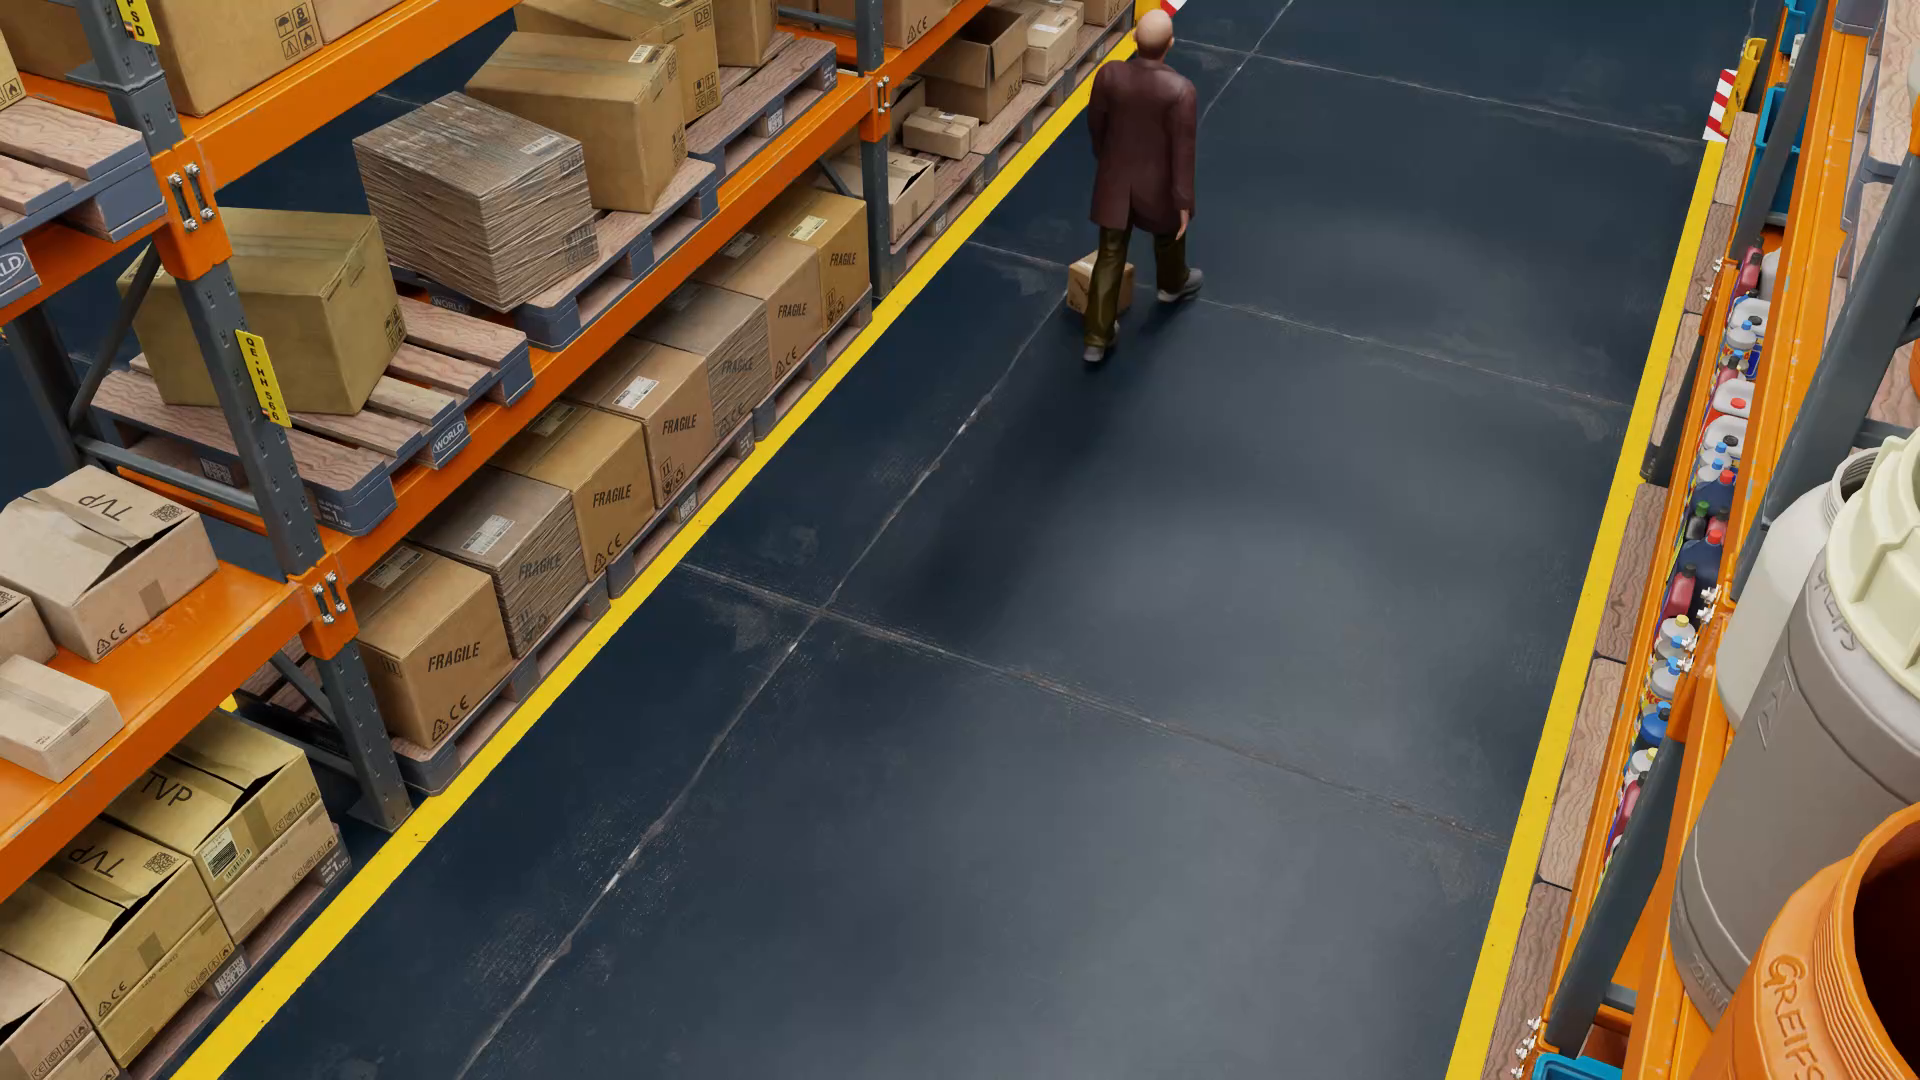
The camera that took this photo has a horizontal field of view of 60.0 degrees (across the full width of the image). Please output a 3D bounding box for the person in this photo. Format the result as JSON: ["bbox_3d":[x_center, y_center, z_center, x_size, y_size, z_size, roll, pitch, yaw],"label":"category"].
[{"bbox_3d":[0.926,-1.820,8.212,0.627,1.731,1.054,16,44,17],"label":"person"}]
